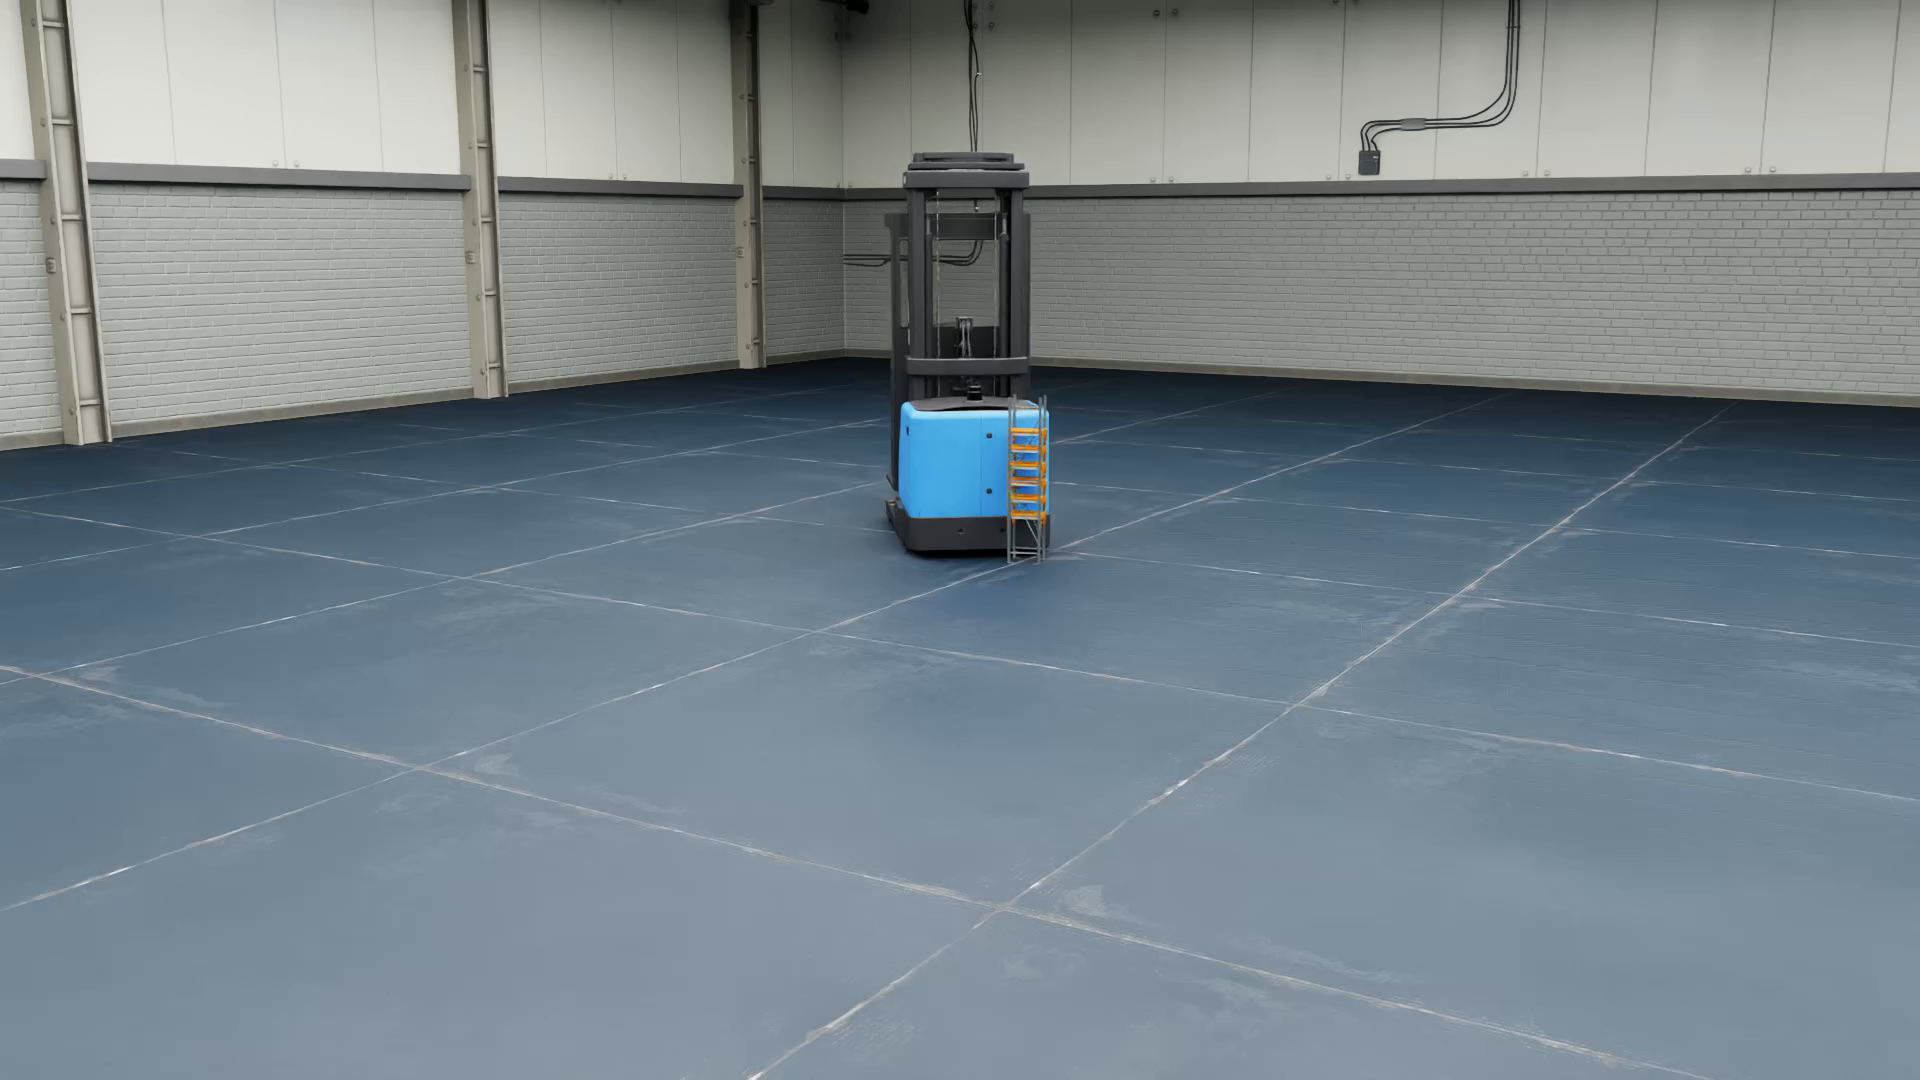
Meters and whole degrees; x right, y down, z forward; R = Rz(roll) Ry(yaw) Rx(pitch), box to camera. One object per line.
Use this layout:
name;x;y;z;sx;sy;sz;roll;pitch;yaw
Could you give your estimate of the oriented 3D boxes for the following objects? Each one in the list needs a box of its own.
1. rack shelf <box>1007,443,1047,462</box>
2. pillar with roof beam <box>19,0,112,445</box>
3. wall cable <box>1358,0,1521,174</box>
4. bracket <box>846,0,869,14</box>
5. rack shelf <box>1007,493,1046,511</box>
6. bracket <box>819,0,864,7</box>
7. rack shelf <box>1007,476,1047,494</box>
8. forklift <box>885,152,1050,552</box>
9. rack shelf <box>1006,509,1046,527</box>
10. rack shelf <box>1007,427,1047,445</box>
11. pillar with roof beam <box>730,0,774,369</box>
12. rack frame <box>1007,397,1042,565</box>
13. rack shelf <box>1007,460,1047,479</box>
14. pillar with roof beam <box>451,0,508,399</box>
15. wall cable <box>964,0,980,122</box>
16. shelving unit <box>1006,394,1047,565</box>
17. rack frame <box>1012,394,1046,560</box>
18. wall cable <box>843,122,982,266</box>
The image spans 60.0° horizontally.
rack shelf;0.479;-0.625;11.883;0.258;0.103;0.180;2;11;13
pillar with roof beam;-6.150;-5.112;15.721;9.100;9.000;0.400;6;12;31
wall cable;7.165;-8.510;24.628;2.305;6.003;0.169;6;12;31
bracket;-1.850;-9.584;29.826;0.235;0.232;0.430;6;12;31
rack shelf;0.479;-0.271;11.950;0.258;0.103;0.180;2;11;13
bracket;-2.157;-9.491;29.330;0.076;0.066;3.189;6;12;31
rack shelf;0.479;-0.389;11.928;0.258;0.103;0.180;2;11;13
forklift;-0.022;-1.579;13.338;1.130;2.935;3.031;-1;11;-7
rack shelf;0.479;-0.153;11.972;0.258;0.103;0.180;2;11;13
rack shelf;0.479;-0.743;11.861;0.258;0.103;0.180;2;11;13
pillar with roof beam;0.080;-7.000;25.802;9.100;9.000;0.548;6;12;31
rack frame;0.458;-0.416;11.832;0.240;1.200;0.006;2;11;13
rack shelf;0.479;-0.507;11.906;0.258;0.103;0.180;2;11;13
pillar with roof beam;-3.035;-6.056;20.762;9.100;9.000;0.400;6;12;31
wall cable;1.372;-8.445;28.240;3.097;2.526;0.112;6;12;31
shelving unit;0.479;-0.433;11.919;0.258;1.200;0.189;2;11;13
rack frame;0.499;-0.449;12.007;0.240;1.200;0.006;2;11;13
wall cable;-0.940;-6.222;30.085;3.097;2.526;0.112;6;12;31
